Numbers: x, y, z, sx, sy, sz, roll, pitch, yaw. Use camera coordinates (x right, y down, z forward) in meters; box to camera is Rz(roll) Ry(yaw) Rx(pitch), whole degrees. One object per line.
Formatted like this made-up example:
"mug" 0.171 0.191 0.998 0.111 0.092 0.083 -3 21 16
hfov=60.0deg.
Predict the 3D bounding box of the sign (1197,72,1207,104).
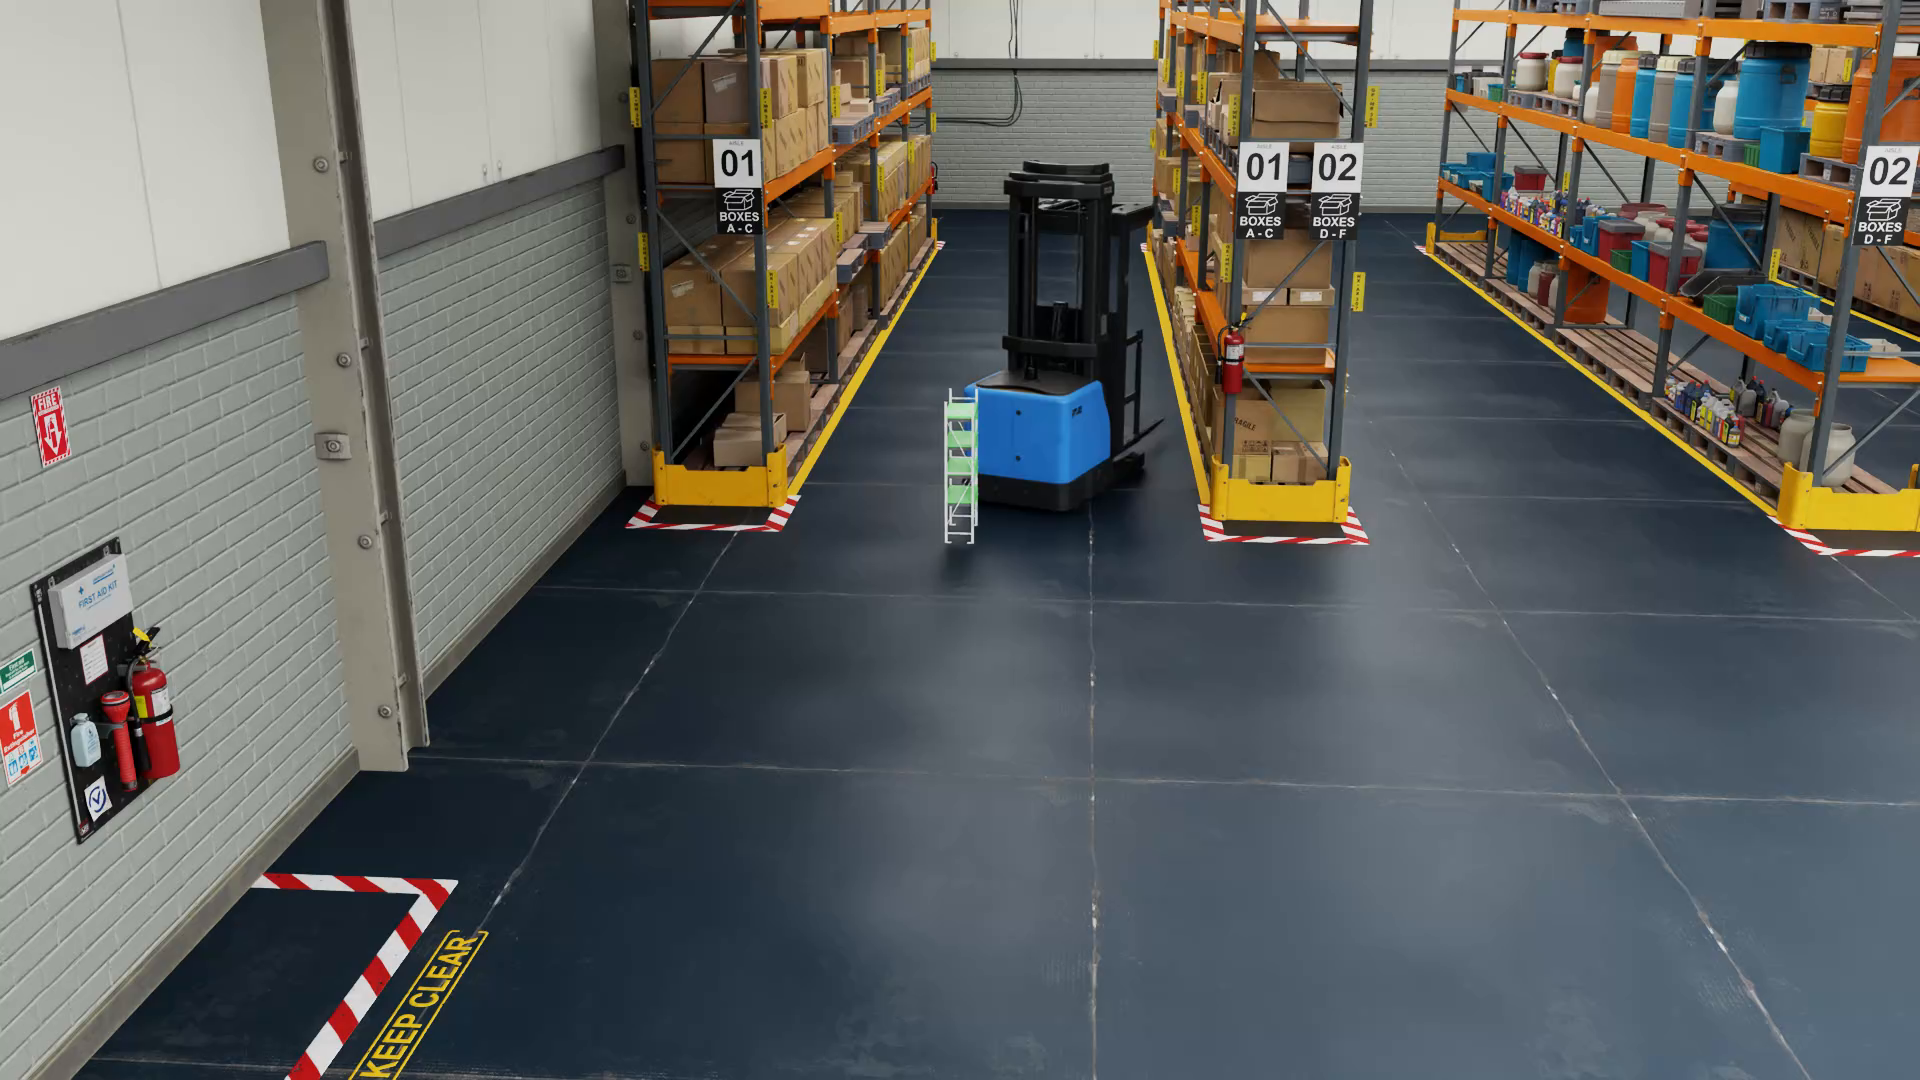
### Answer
"sign" 2.528 -4.719 17.355 0.100 0.325 0.005 1 18 4

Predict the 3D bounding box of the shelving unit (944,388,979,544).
"shelving unit" 0.012 -0.622 13.893 0.258 1.200 0.503 1 18 4

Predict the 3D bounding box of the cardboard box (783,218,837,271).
"cardboard box" -1.596 -3.140 17.692 0.500 0.500 0.500 1 18 4

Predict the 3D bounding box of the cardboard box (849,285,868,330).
"cardboard box" -1.584 -3.038 21.684 0.700 0.500 0.500 2 18 5

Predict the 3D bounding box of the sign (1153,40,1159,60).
"sign" 3.389 -8.469 28.732 0.100 0.325 0.005 1 18 4

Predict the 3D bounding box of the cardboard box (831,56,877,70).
"cardboard box" -1.545 -6.566 23.461 0.700 0.500 0.500 1 18 4

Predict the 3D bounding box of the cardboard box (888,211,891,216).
"cardboard box" -1.204 -4.787 24.085 0.380 0.149 0.250 2 18 6

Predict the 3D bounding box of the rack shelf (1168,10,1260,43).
"rack shelf" 3.501 -7.072 22.851 1.077 0.370 4.000 1 18 4

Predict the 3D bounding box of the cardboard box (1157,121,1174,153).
"cardboard box" 3.606 -6.845 28.228 0.500 0.500 0.500 1 18 4

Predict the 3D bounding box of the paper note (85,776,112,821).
"paper note" -3.697 1.109 7.137 0.016 0.148 0.142 1 18 4

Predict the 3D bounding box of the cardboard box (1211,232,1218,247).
"cardboard box" 2.858 -3.166 17.566 0.380 0.149 0.250 1 18 4

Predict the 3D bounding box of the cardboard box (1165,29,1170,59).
"cardboard box" 3.790 -8.251 27.704 0.700 0.500 0.500 1 18 4

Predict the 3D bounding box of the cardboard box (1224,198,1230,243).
"cardboard box" 2.973 -3.103 16.332 0.700 0.500 0.500 1 18 4

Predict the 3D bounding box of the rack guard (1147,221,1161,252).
"rack guard" 3.925 -5.405 29.616 1.175 0.500 0.348 1 18 4

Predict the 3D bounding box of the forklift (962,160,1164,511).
"forklift" 1.120 -2.059 15.499 1.130 2.935 3.031 9 20 25

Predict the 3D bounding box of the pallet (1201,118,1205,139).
"pallet" 3.121 -4.498 18.324 0.805 0.209 1.217 1 18 2

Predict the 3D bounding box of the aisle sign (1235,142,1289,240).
"aisle sign" 2.486 -2.869 13.686 0.394 0.787 0.004 1 18 4

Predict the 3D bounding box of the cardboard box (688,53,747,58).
"cardboard box" -2.258 -4.332 15.712 0.500 0.500 0.500 1 18 4

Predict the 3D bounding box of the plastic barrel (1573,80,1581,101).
"plastic barrel" 8.228 -5.916 21.890 0.301 0.262 0.301 0 18 0

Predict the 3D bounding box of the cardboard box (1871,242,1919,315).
"cardboard box" 13.380 -3.590 22.800 1.225 0.875 0.875 1 18 4

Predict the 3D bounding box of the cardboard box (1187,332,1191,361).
"cardboard box" 2.813 -2.181 18.603 0.500 0.311 0.500 1 18 4

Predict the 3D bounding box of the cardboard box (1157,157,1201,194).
"cardboard box" 3.387 -5.479 24.992 0.700 0.500 0.500 -5 19 -15

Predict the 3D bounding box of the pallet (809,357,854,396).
"pallet" -1.816 -1.916 19.430 1.003 0.211 1.213 1 18 4

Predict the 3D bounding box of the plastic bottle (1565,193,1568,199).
"plastic bottle" 8.831 -4.889 24.105 0.144 0.351 0.185 1 18 4

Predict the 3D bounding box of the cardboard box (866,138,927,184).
"cardboard box" -1.078 -6.484 28.411 0.980 0.700 0.700 1 18 3

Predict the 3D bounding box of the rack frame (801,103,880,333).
"rack frame" -1.584 -4.241 22.050 1.000 3.000 0.127 1 18 4

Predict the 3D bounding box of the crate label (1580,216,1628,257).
"crate label" 7.957 -3.734 20.446 0.502 0.435 0.616 1 18 4

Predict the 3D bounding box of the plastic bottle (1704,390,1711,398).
"plastic bottle" 7.649 -1.401 17.057 0.097 0.271 0.097 0 18 0

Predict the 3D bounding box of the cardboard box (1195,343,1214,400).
"cardboard box" 2.653 -1.691 16.804 0.500 0.500 0.500 1 18 4

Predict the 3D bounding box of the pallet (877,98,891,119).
"pallet" -1.591 -5.778 22.226 1.213 0.211 1.003 2 18 6

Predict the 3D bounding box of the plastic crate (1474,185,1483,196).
"plastic crate" 8.397 -5.514 26.279 0.437 0.125 0.590 1 18 4

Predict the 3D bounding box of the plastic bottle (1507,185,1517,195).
"plastic bottle" 8.233 -5.124 24.824 0.144 0.351 0.185 1 18 4

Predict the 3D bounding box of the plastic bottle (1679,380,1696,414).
"plastic bottle" 7.539 -1.487 17.190 0.144 0.351 0.185 2 18 5

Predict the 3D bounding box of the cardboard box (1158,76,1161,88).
"cardboard box" 3.592 -7.662 27.912 0.500 0.250 0.500 1 18 4

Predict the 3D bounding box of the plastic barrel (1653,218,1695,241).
"plastic barrel" 8.382 -3.497 19.559 0.433 0.535 0.433 0 18 0

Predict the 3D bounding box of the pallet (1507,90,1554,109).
"pallet" 8.626 -6.352 23.979 1.213 0.211 1.003 1 18 4

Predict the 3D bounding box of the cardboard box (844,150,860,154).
"cardboard box" -1.694 -5.421 23.775 0.500 0.250 0.500 1 18 3

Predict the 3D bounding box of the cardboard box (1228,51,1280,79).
"cardboard box" 3.154 -4.990 17.880 0.500 0.500 0.500 2 18 5

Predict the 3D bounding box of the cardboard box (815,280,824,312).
"cardboard box" -1.667 -2.472 16.859 0.500 0.250 0.500 1 18 4

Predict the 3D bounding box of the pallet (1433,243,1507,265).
"pallet" 8.773 -4.924 28.612 1.003 0.211 1.213 1 18 4

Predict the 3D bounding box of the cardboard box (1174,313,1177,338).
"cardboard box" 2.992 -2.713 21.125 0.500 0.250 0.500 1 18 2

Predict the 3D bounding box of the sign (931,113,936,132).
"sign" -0.470 -7.372 29.365 0.100 0.325 0.005 1 18 4

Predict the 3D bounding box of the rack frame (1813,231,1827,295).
"rack frame" 13.524 -5.152 24.829 1.000 3.000 0.127 1 18 4

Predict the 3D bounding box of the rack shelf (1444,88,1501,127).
"rack shelf" 8.728 -6.967 26.707 1.077 0.370 4.000 1 18 4

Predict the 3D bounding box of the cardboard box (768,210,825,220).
"cardboard box" -1.800 -3.413 18.654 0.700 0.500 0.500 1 18 4

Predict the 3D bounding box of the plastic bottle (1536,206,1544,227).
"plastic bottle" 7.983 -4.455 22.889 0.061 0.283 0.133 1 18 4

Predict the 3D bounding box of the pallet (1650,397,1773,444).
"pallet" 7.921 -1.245 17.384 1.003 0.211 1.213 1 18 4

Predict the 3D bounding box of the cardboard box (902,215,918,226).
"cardboard box" -0.898 -5.298 27.572 0.380 0.149 0.250 1 18 2

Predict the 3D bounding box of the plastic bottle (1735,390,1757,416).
"plastic bottle" 8.089 -1.422 17.113 0.152 0.276 0.135 1 18 4

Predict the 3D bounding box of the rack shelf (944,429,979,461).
"rack shelf" 0.012 -0.789 13.838 0.258 0.148 0.480 1 18 4

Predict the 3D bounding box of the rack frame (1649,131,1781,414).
"rack frame" 8.011 -2.778 17.583 1.000 3.000 0.127 1 18 4

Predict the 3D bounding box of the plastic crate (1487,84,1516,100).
"plastic crate" 8.331 -6.898 25.610 0.416 0.233 0.300 1 18 4

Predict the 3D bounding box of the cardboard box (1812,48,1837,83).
"cardboard box" 13.564 -7.283 25.520 0.700 0.500 0.500 2 18 7

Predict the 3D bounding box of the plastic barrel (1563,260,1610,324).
"plastic barrel" 8.316 -3.341 22.112 0.600 0.830 0.708 1 18 4

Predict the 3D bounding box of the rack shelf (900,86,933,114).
"rack shelf" -1.154 -7.188 27.381 1.077 0.370 4.000 1 18 4
